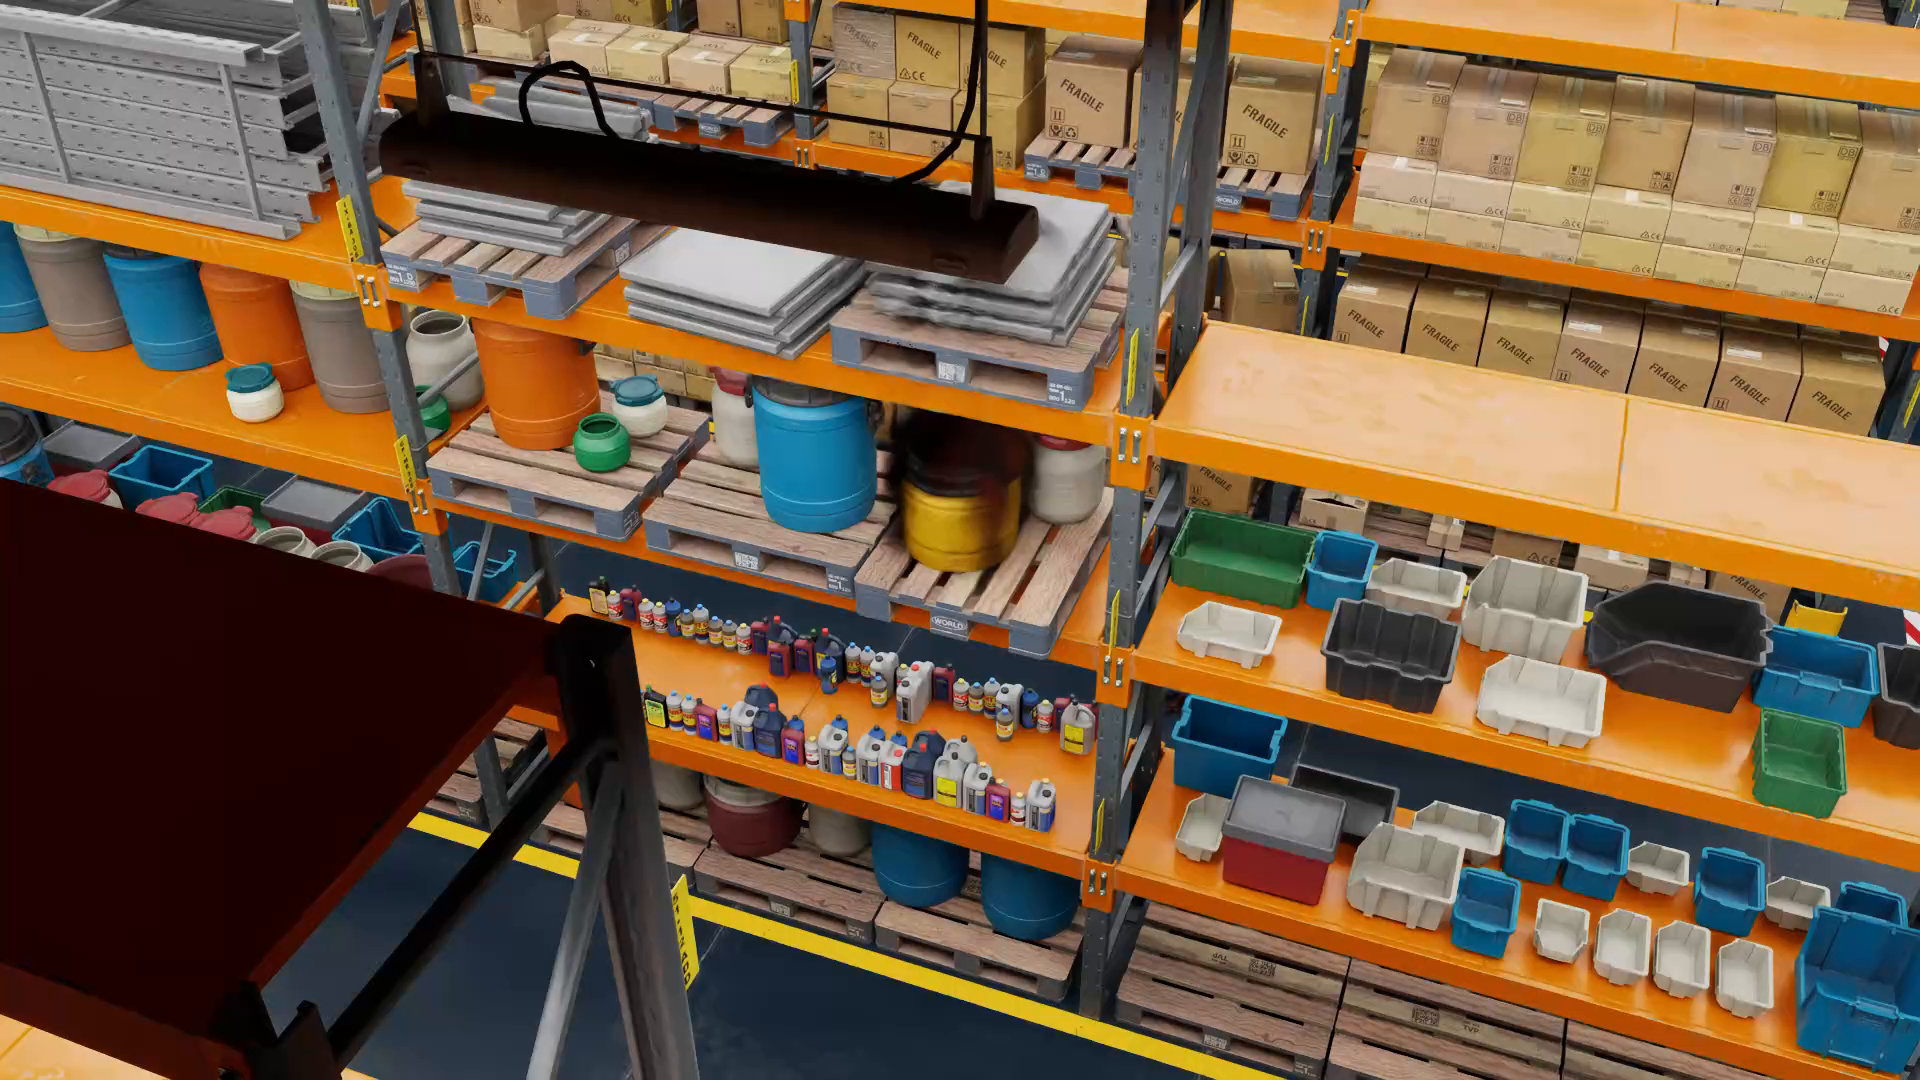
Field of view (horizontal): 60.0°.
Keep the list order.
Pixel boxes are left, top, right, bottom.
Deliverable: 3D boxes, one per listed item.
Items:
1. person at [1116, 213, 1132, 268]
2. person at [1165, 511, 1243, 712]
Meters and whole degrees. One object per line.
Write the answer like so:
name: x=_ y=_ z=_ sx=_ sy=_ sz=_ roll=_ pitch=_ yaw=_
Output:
person: x=1.692 y=-2.669 z=15.586 sx=0.619 sy=1.698 sz=0.694 roll=-11 pitch=38 yaw=-14
person: x=1.820 y=0.523 z=11.307 sx=0.841 sy=1.707 sz=0.562 roll=11 pitch=38 yaw=15
